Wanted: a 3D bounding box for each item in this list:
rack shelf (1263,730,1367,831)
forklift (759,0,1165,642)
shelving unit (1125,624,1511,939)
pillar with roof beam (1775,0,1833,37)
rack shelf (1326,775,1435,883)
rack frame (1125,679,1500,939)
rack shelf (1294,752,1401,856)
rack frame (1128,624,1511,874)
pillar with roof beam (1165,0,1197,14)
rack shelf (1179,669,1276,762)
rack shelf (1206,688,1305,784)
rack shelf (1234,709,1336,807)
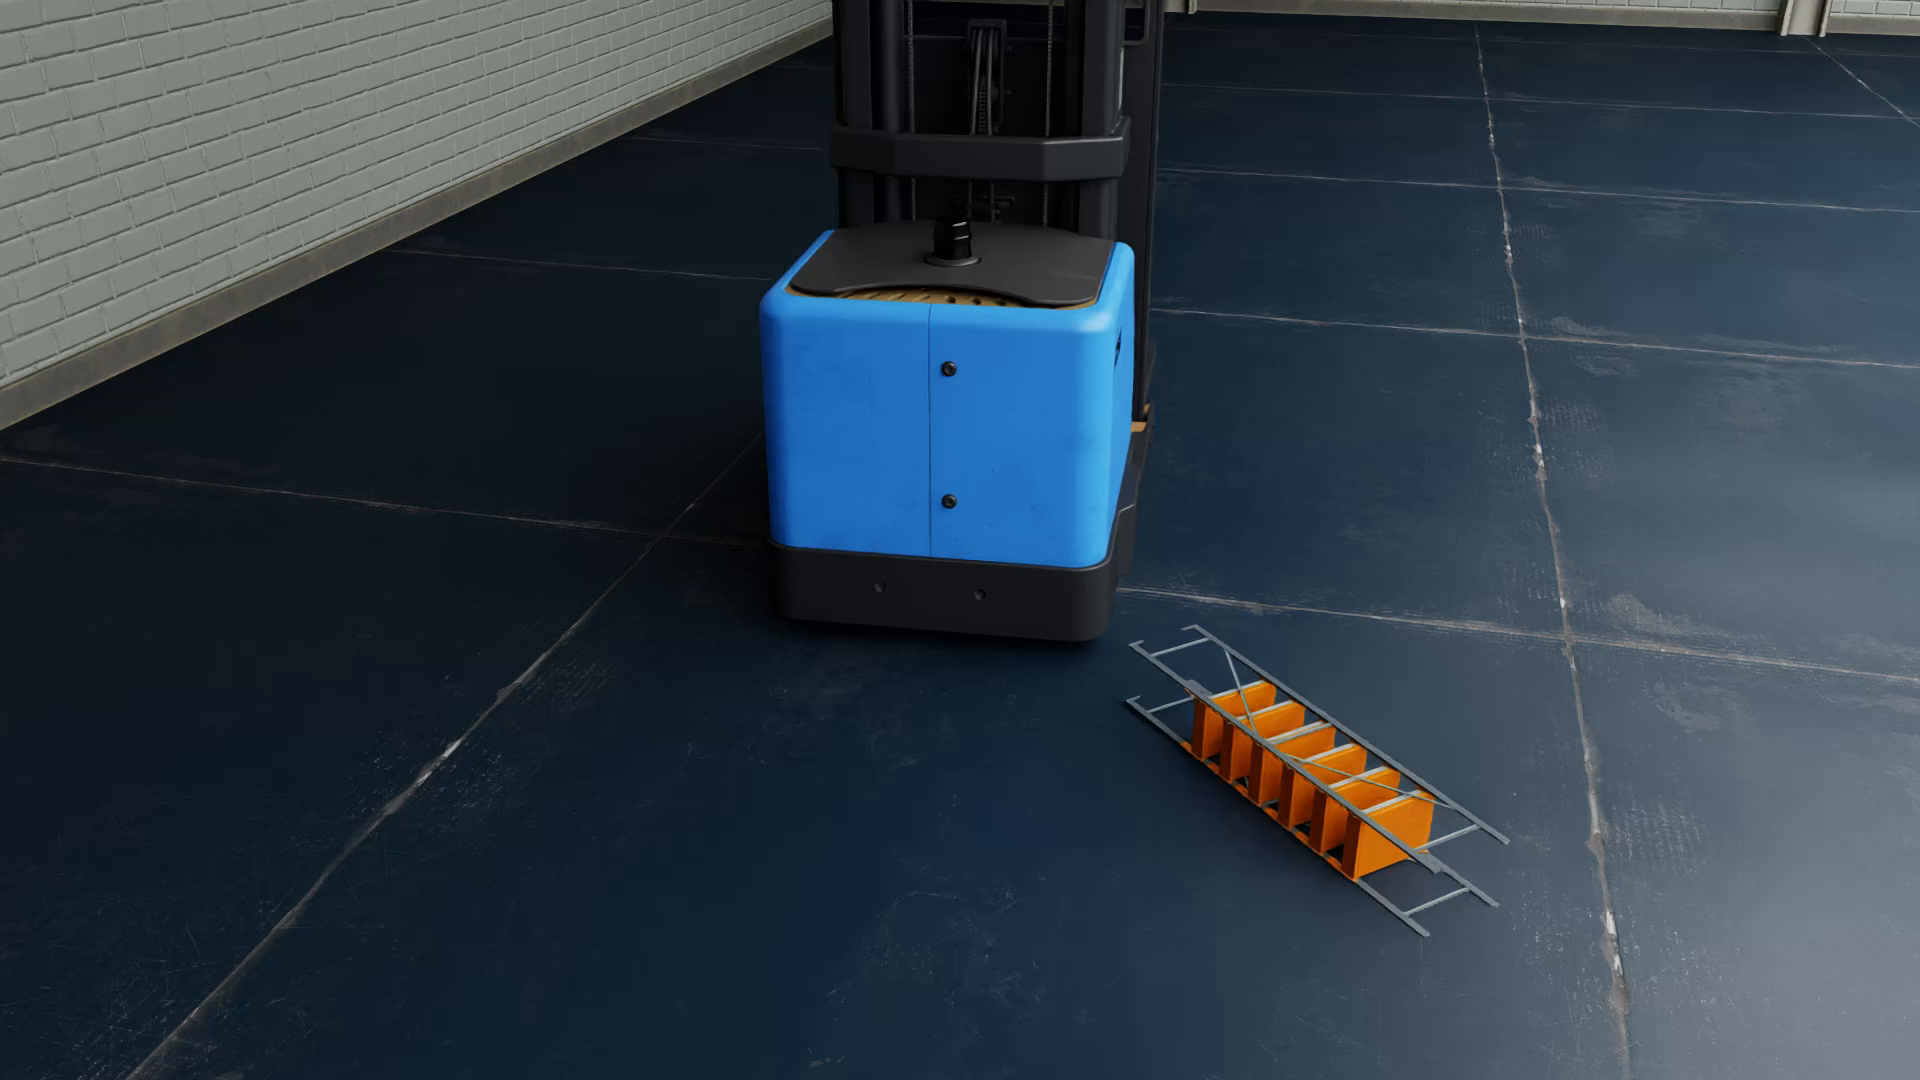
[{"bbox_3d":[0.911,0.608,4.246,0.258,0.180,0.103,-14,29,-27],"label":"rack shelf"},{"bbox_3d":[0.165,-1.627,5.757,1.130,2.935,3.031,4,26,9],"label":"forklift"},{"bbox_3d":[0.873,0.579,4.305,0.258,0.189,1.200,-14,29,-27],"label":"shelving unit"},{"bbox_3d":[6.986,-7.133,10.263,0.400,9.000,9.100,6,26,13],"label":"pillar with roof beam"},{"bbox_3d":[1.030,0.699,4.058,0.258,0.180,0.103,-14,29,-27],"label":"rack shelf"},{"bbox_3d":[0.873,0.662,4.345,0.240,0.006,1.200,-14,29,-27],"label":"rack frame"},{"bbox_3d":[0.970,0.654,4.152,0.258,0.180,0.103,-14,29,-27],"label":"rack shelf"},{"bbox_3d":[0.874,0.497,4.265,0.240,0.006,1.200,-14,29,-27],"label":"rack frame"},{"bbox_3d":[1.175,-7.775,11.613,0.400,9.000,9.100,6,26,13],"label":"pillar with roof beam"},{"bbox_3d":[0.732,0.472,4.527,0.258,0.180,0.103,-14,29,-27],"label":"rack shelf"},{"bbox_3d":[0.792,0.517,4.433,0.258,0.180,0.103,-14,29,-27],"label":"rack shelf"},{"bbox_3d":[0.851,0.563,4.340,0.258,0.180,0.103,-14,29,-27],"label":"rack shelf"}]
